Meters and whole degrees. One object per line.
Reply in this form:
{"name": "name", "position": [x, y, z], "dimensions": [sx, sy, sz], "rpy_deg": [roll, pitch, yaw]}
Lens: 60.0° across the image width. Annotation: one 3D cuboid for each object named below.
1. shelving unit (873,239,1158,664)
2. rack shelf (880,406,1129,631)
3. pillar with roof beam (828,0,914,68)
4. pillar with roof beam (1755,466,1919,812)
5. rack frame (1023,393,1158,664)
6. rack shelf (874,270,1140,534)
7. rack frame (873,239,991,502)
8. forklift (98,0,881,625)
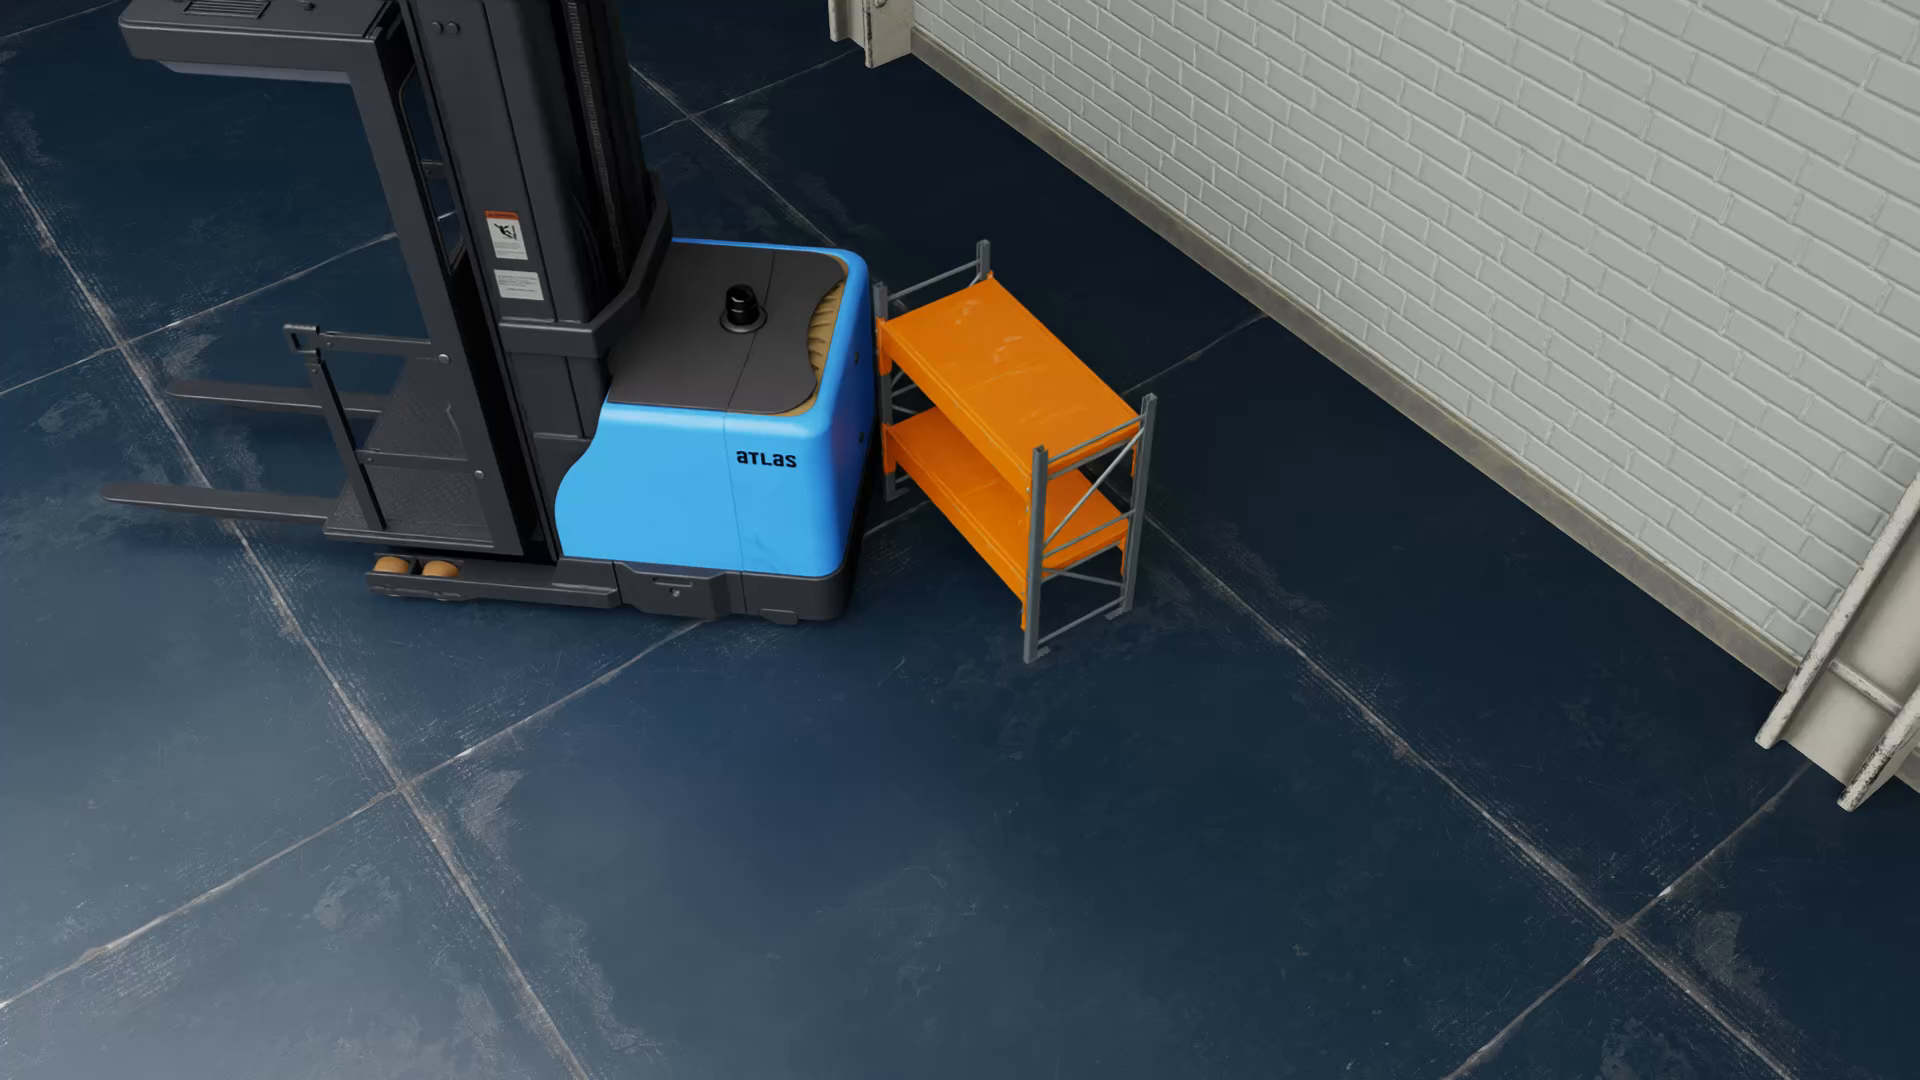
{"name": "shelving unit", "position": [0.178, -0.330, 6.289], "dimensions": [0.538, 1.125, 1.048], "rpy_deg": [-26, 53, -22]}
{"name": "rack shelf", "position": [0.178, -0.166, 6.470], "dimensions": [0.538, 0.278, 1.000], "rpy_deg": [-26, 53, -22]}
{"name": "pillar with roof beam", "position": [-3.912, -3.851, 4.166], "dimensions": [9.100, 9.000, 0.400], "rpy_deg": [-29, 54, -24]}
{"name": "pillar with roof beam", "position": [-0.279, -0.313, 0.958], "dimensions": [9.100, 9.000, 0.400], "rpy_deg": [-29, 54, -24]}
{"name": "rack frame", "position": [0.458, -0.016, 6.004], "dimensions": [0.500, 1.125, 0.032], "rpy_deg": [-26, 53, -22]}
{"name": "rack shelf", "position": [0.178, -0.527, 6.072], "dimensions": [0.538, 0.278, 1.000], "rpy_deg": [-26, 53, -22]}
{"name": "rack frame", "position": [-0.102, -0.645, 6.574], "dimensions": [0.500, 1.125, 0.032], "rpy_deg": [-26, 53, -22]}
{"name": "forklift", "position": [-1.887, -1.130, 5.795], "dimensions": [3.031, 2.935, 1.130], "rpy_deg": [5, 48, 4]}
